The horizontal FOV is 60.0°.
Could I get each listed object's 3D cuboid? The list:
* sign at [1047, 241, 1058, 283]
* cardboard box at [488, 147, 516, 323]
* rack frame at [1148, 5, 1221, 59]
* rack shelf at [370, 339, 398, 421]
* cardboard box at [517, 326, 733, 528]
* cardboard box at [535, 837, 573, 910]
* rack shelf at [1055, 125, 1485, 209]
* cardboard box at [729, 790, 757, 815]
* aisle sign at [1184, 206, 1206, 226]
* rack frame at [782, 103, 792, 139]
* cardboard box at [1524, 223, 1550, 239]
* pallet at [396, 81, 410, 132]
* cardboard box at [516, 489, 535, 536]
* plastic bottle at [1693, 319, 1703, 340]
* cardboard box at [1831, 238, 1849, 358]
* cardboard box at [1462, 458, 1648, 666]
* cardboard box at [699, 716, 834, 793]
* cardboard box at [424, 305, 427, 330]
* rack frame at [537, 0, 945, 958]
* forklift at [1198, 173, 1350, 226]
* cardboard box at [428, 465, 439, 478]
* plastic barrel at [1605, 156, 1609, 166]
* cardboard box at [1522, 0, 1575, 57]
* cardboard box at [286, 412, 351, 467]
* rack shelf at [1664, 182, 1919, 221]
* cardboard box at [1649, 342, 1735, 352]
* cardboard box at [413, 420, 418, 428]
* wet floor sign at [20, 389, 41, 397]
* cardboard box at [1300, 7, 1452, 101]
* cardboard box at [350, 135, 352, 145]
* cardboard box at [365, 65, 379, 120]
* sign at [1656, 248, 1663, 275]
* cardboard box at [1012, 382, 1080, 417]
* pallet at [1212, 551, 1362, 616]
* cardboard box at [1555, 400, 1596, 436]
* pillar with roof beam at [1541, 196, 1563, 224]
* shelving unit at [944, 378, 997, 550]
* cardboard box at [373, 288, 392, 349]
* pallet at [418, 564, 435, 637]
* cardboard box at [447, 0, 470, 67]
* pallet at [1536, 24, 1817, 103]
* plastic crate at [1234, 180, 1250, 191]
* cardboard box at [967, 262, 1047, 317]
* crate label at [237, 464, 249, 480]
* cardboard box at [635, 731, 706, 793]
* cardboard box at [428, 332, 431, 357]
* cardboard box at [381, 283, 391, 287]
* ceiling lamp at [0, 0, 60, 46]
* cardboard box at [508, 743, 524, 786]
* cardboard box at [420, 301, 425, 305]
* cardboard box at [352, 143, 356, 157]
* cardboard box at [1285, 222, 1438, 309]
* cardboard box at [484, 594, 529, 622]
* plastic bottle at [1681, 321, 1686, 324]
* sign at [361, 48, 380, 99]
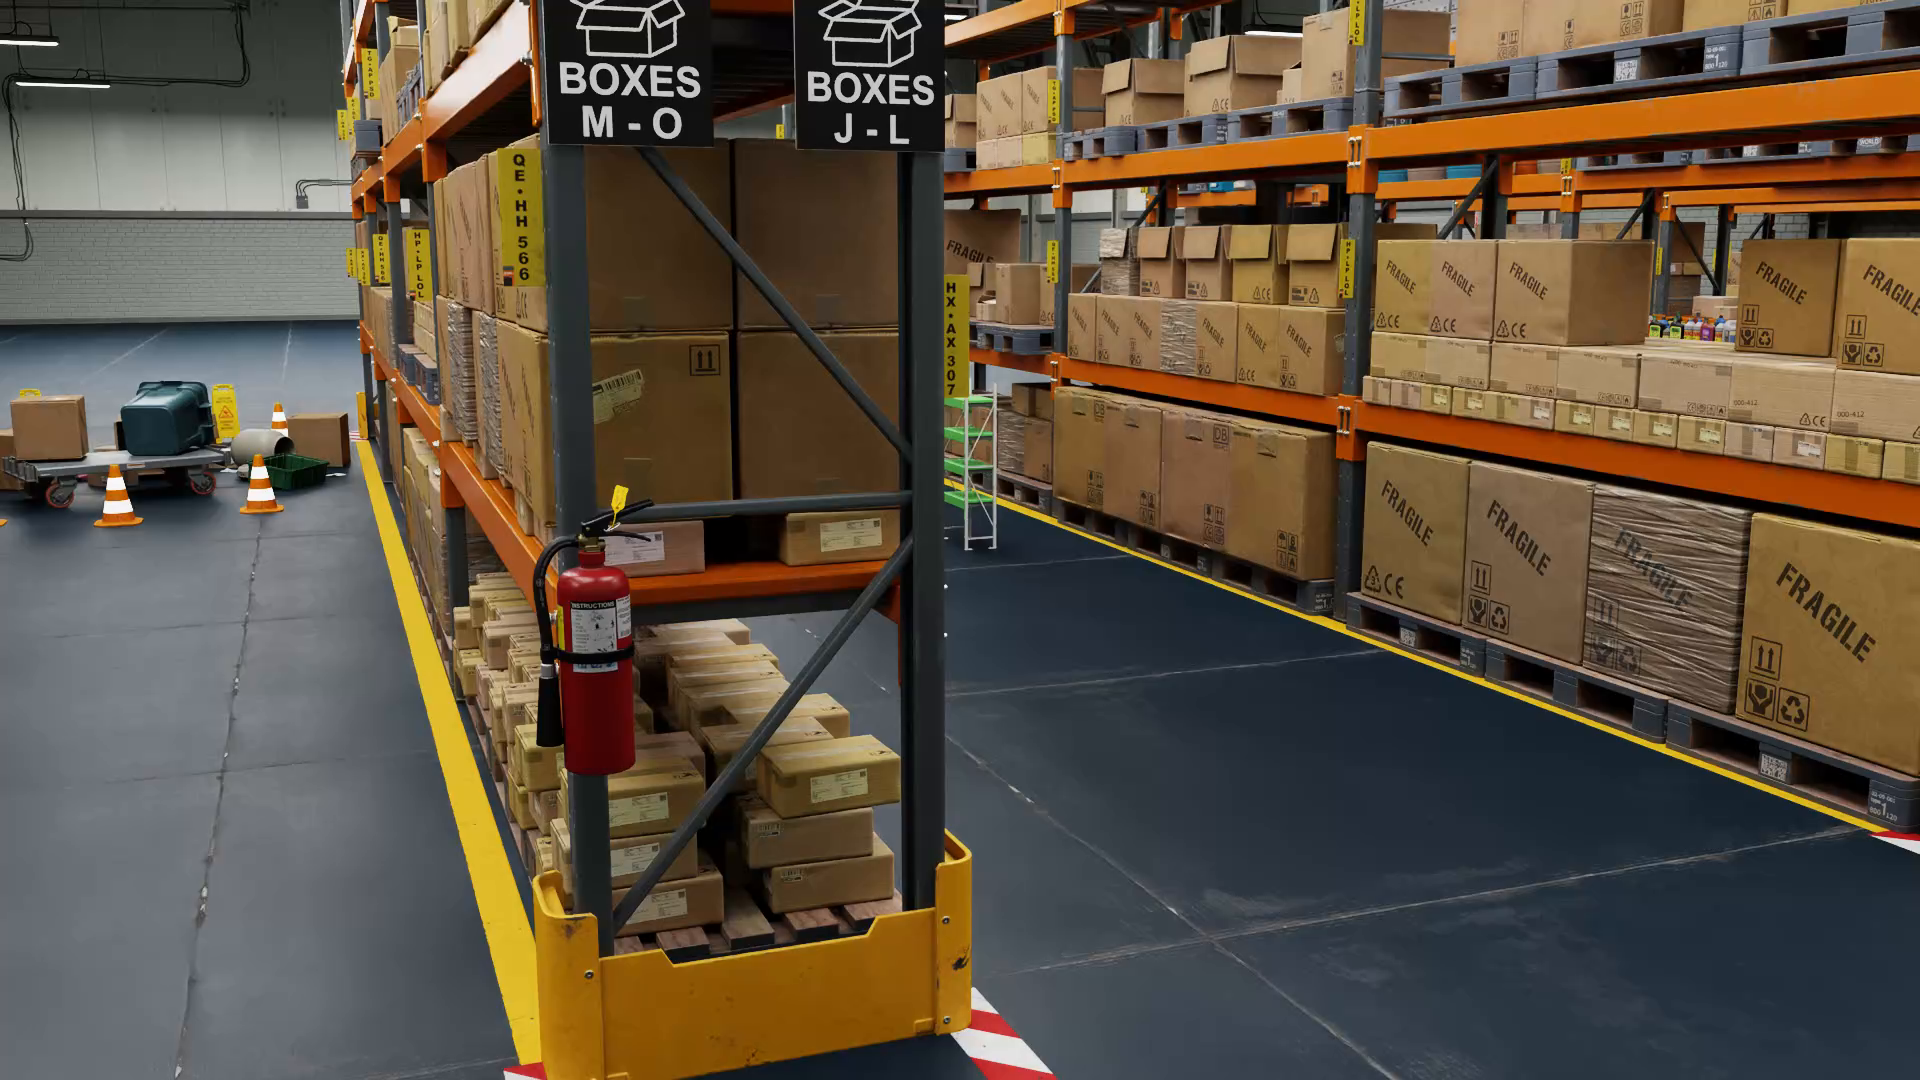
[{"bbox_3d":[0.730,-2.179,13.024,0.100,0.325,0.005,-4,11,-21],"label":"sign"},{"bbox_3d":[-1.109,-0.909,4.977,0.500,0.500,0.500,-4,11,-23],"label":"cardboard box"},{"bbox_3d":[2.950,-6.258,21.904,1.000,3.000,0.127,-4,11,-21],"label":"rack frame"},{"bbox_3d":[-4.152,-1.358,13.542,1.077,0.370,4.000,-4,11,-21],"label":"rack shelf"},{"bbox_3d":[-0.931,-0.332,4.589,0.500,0.500,0.500,-4,11,-20],"label":"cardboard box"},{"bbox_3d":[-1.101,1.009,5.124,0.380,0.149,0.250,-4,11,-19],"label":"cardboard box"},{"bbox_3d":[1.957,-2.480,11.286,1.077,0.370,4.000,-4,11,-21],"label":"rack shelf"},{"bbox_3d":[-0.525,0.821,5.334,0.380,0.149,0.250,-4,11,-21],"label":"cardboard box"},{"bbox_3d":[3.200,-4.614,22.373,0.394,0.787,0.004,-4,11,-21],"label":"aisle sign"},{"bbox_3d":[-1.667,-5.943,20.137,1.000,3.000,0.127,-4,11,-21],"label":"rack frame"},{"bbox_3d":[8.123,-4.052,22.646,0.700,0.500,0.500,-4,11,-21],"label":"cardboard box"},{"bbox_3d":[-2.481,-2.394,9.282,1.213,0.211,1.003,-4,11,-21],"label":"pallet"},{"bbox_3d":[-1.184,-0.114,5.216,0.380,0.149,0.250,-4,11,-19],"label":"cardboard box"},{"bbox_3d":[6.056,-1.672,13.623,0.097,0.271,0.097,0,10,0],"label":"plastic bottle"},{"bbox_3d":[4.028,-0.997,6.897,0.500,0.500,0.500,-4,11,-22],"label":"cardboard box"},{"bbox_3d":[3.173,0.068,8.340,0.875,0.875,0.875,-4,11,-21],"label":"cardboard box"},{"bbox_3d":[-0.613,0.680,5.276,0.380,0.149,0.250,-4,11,-20],"label":"cardboard box"},{"bbox_3d":[-3.058,-1.354,10.136,0.380,0.149,0.250,-4,11,-21],"label":"cardboard box"},{"bbox_3d":[-0.528,-0.080,4.303,1.000,3.000,0.127,-4,11,-21],"label":"rack frame"},{"bbox_3d":[2.750,-1.875,14.590,1.130,2.935,3.031,-4,11,-20],"label":"forklift"},{"bbox_3d":[-2.657,-0.268,9.160,0.500,0.250,0.500,-3,11,-18],"label":"cardboard box"},{"bbox_3d":[5.711,-3.436,15.047,0.294,0.245,0.294,0,10,0],"label":"plastic barrel"},{"bbox_3d":[3.212,-2.601,8.142,0.700,0.500,0.500,-3,11,-18],"label":"cardboard box"},{"bbox_3d":[-6.396,-0.997,16.592,0.500,0.500,0.500,-2,10,-11],"label":"cardboard box"},{"bbox_3d":[9.742,-3.761,18.487,1.077,0.370,4.000,-4,11,-21],"label":"rack shelf"},{"bbox_3d":[3.642,-0.798,7.918,0.500,0.250,0.500,-4,11,-22],"label":"cardboard box"},{"bbox_3d":[-3.564,-0.590,12.395,1.050,0.750,0.750,-4,11,-22],"label":"cardboard box"},{"bbox_3d":[-9.975,-1.300,17.889,0.267,0.644,0.232,0,10,-1],"label":"wet floor sign"},{"bbox_3d":[2.462,-2.858,9.871,0.700,0.500,0.500,-4,11,-20],"label":"cardboard box"},{"bbox_3d":[-6.205,-4.319,17.664,0.500,0.250,0.500,-4,11,-22],"label":"cardboard box"},{"bbox_3d":[-4.318,-3.434,12.822,0.500,0.500,0.500,-4,11,-21],"label":"cardboard box"},{"bbox_3d":[8.500,-3.394,20.240,0.100,0.325,0.005,-4,11,-21],"label":"sign"},{"bbox_3d":[0.760,-1.232,14.523,0.500,0.250,0.500,-3,10,-14],"label":"cardboard box"},{"bbox_3d":[2.332,0.221,10.576,1.003,0.211,1.213,-4,11,-21],"label":"pallet"},{"bbox_3d":[3.045,-0.583,7.853,0.380,0.149,0.250,-4,11,-23],"label":"cardboard box"},{"bbox_3d":[7.057,-7.533,29.074,9.100,9.000,0.548,-4,11,-21],"label":"pillar with roof beam"},{"bbox_3d":[0.060,-0.564,12.163,0.258,1.200,0.503,-4,11,-21],"label":"shelving unit"},{"bbox_3d":[-4.753,-1.902,14.264,0.500,0.500,0.500,-4,11,-20],"label":"cardboard box"},{"bbox_3d":[-2.707,0.314,10.053,1.003,0.211,1.213,-4,11,-21],"label":"pallet"},{"bbox_3d":[-1.510,-1.790,5.783,0.500,0.250,0.500,-3,11,-18],"label":"cardboard box"},{"bbox_3d":[3.407,-2.131,7.523,1.003,0.211,1.213,-4,11,-21],"label":"pallet"},{"bbox_3d":[3.441,-4.234,19.848,0.243,0.136,0.396,-4,11,-21],"label":"plastic crate"},{"bbox_3d":[0.497,-2.317,15.388,0.797,0.503,0.637,-3,10,-15],"label":"cardboard box"},{"bbox_3d":[-6.612,-0.636,15.607,0.250,0.136,0.298,5,11,28],"label":"crate label"},{"bbox_3d":[-0.994,0.709,5.110,0.380,0.149,0.250,-4,11,-20],"label":"cardboard box"},{"bbox_3d":[-2.971,-1.166,9.931,0.380,0.149,0.250,-4,11,-20],"label":"cardboard box"},{"bbox_3d":[-5.022,-2.172,15.636,0.875,0.550,0.550,-4,11,-21],"label":"cardboard box"},{"bbox_3d":[-17.859,-10.782,30.673,2.000,3.185,0.800,-4,11,-21],"label":"ceiling lamp"},{"bbox_3d":[-1.375,0.734,5.819,0.380,0.149,0.250,-4,11,-20],"label":"cardboard box"},{"bbox_3d":[-3.160,-1.546,10.369,0.380,0.149,0.250,-4,11,-23],"label":"cardboard box"},{"bbox_3d":[-6.043,-4.018,17.112,0.380,0.149,0.250,-4,11,-21],"label":"cardboard box"},{"bbox_3d":[2.443,-1.678,10.137,0.797,0.503,0.637,-4,11,-22],"label":"cardboard box"},{"bbox_3d":[-1.864,0.328,7.256,0.380,0.149,0.250,-4,11,-22],"label":"cardboard box"},{"bbox_3d":[6.418,-1.841,14.774,0.097,0.201,0.097,0,10,0],"label":"plastic bottle"},{"bbox_3d":[-3.947,-3.122,11.139,0.100,0.325,0.005,-4,11,-21],"label":"sign"}]
